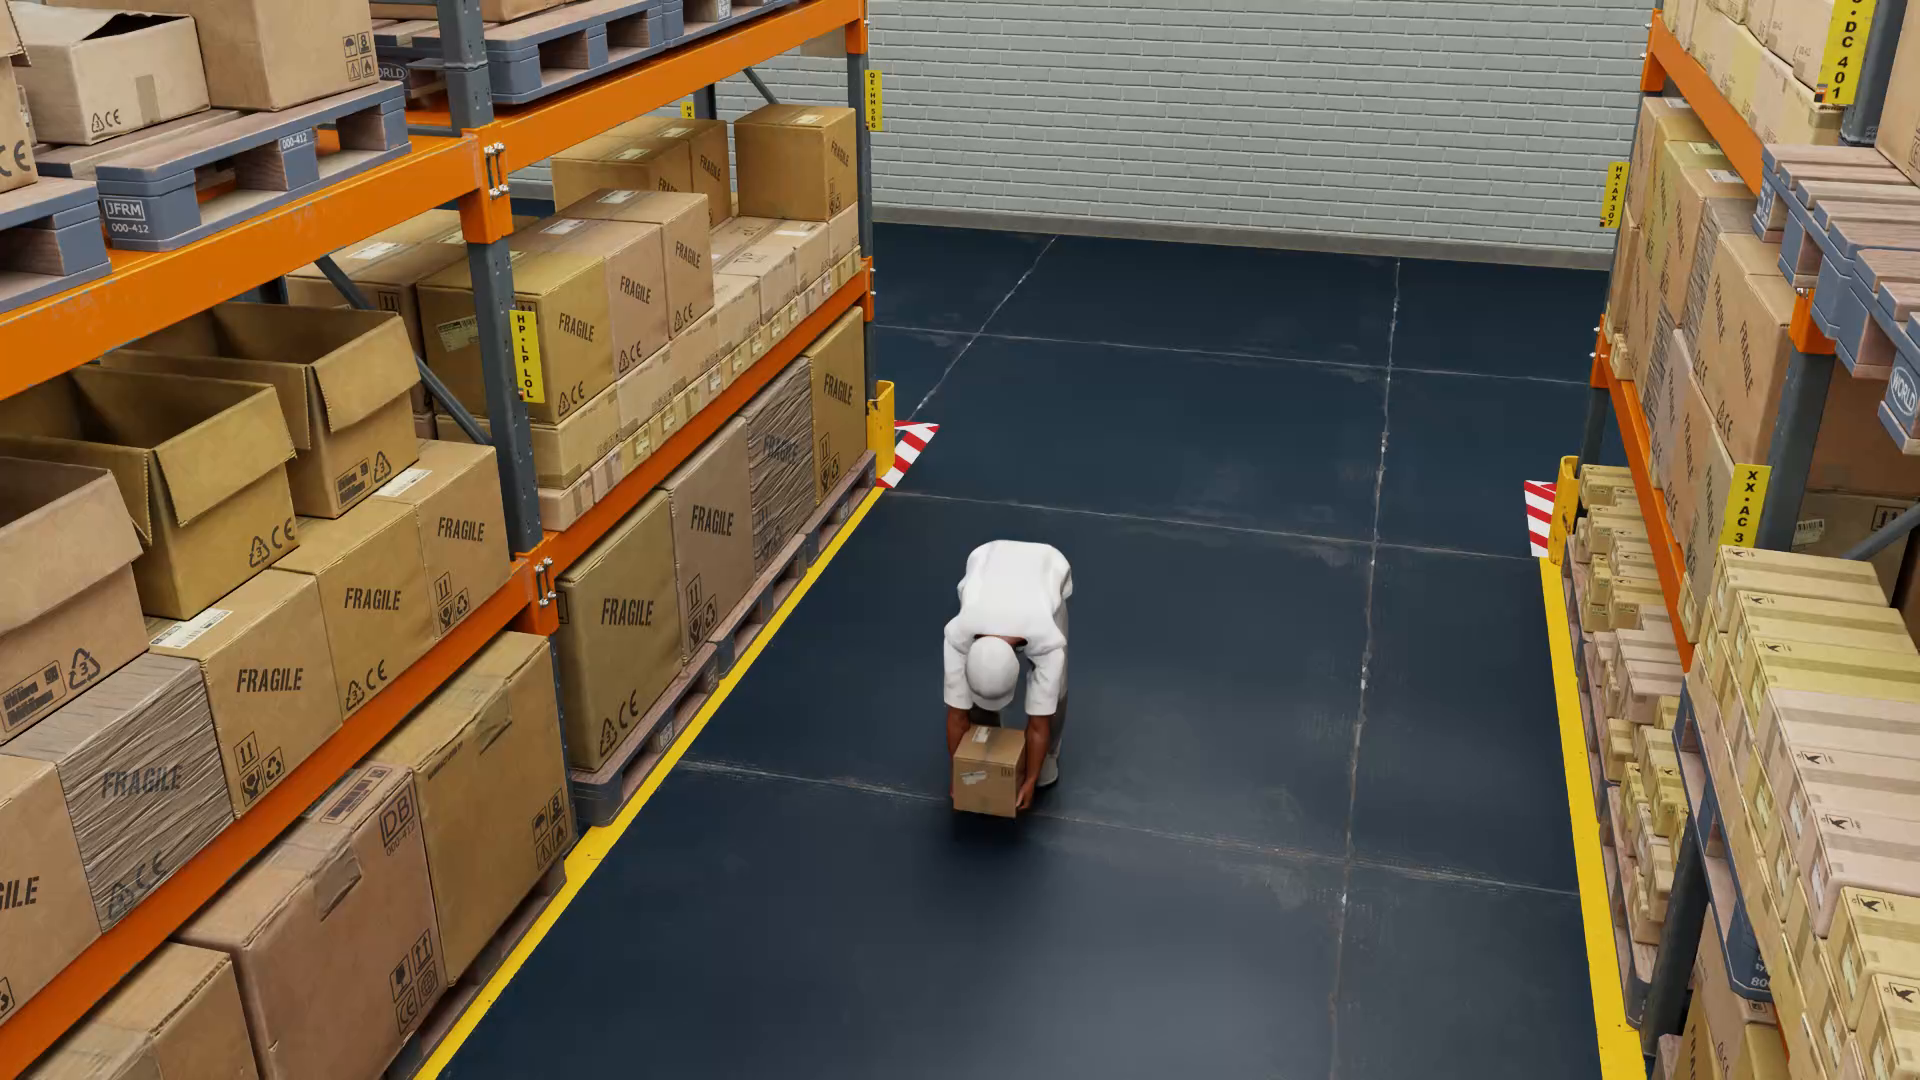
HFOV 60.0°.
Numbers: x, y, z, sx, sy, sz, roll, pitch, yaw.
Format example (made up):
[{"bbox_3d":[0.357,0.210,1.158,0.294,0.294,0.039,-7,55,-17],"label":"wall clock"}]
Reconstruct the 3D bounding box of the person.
[{"bbox_3d":[0.192,0.584,6.696,0.498,1.031,0.979,5,26,11],"label":"person"}]
